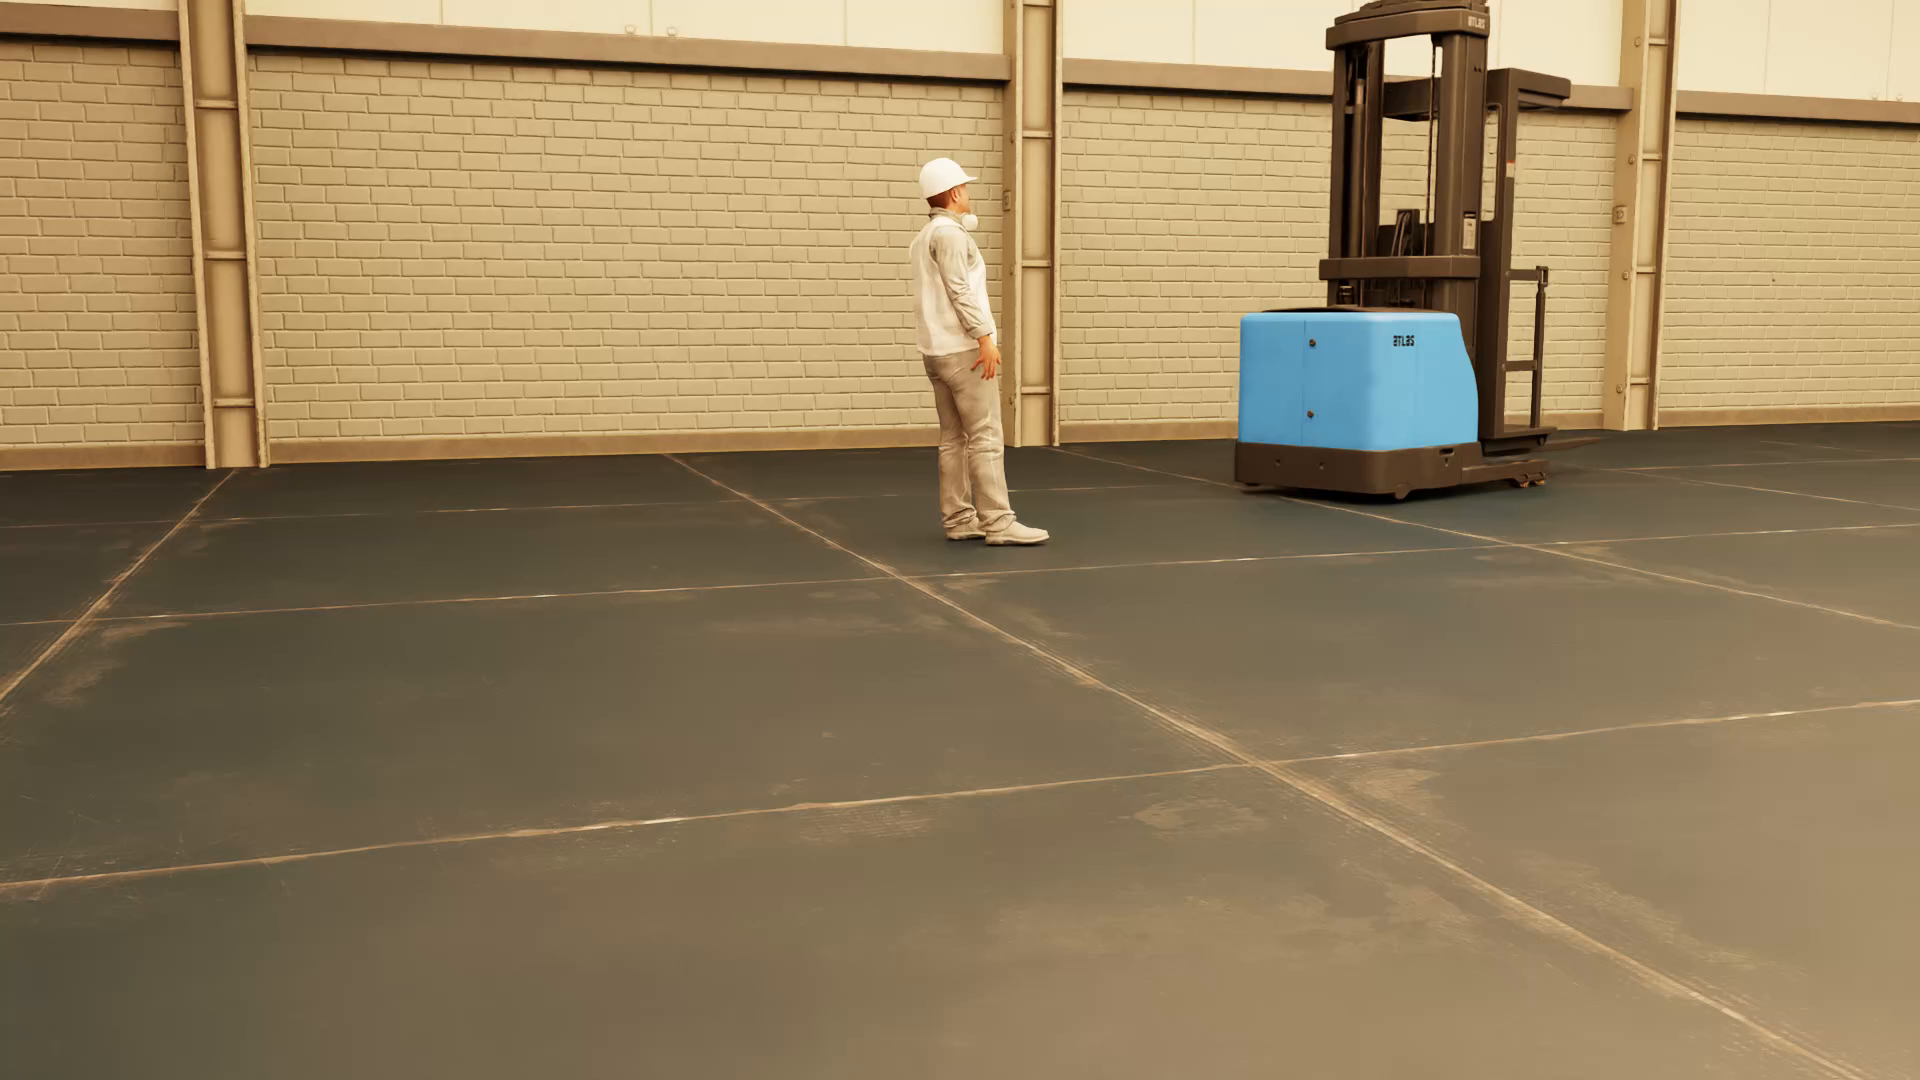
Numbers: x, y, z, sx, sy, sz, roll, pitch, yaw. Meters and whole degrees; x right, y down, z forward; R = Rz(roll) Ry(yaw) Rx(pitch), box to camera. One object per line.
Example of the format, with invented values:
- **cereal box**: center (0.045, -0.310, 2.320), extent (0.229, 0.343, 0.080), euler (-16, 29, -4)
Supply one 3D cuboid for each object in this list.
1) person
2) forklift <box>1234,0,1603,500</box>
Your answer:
- **person**: center (0.062, -0.888, 7.816), extent (0.566, 1.775, 0.634), euler (-3, 8, -18)
- **forklift**: center (3.071, -1.822, 10.446), extent (3.031, 2.935, 1.130), euler (-7, 11, -42)
